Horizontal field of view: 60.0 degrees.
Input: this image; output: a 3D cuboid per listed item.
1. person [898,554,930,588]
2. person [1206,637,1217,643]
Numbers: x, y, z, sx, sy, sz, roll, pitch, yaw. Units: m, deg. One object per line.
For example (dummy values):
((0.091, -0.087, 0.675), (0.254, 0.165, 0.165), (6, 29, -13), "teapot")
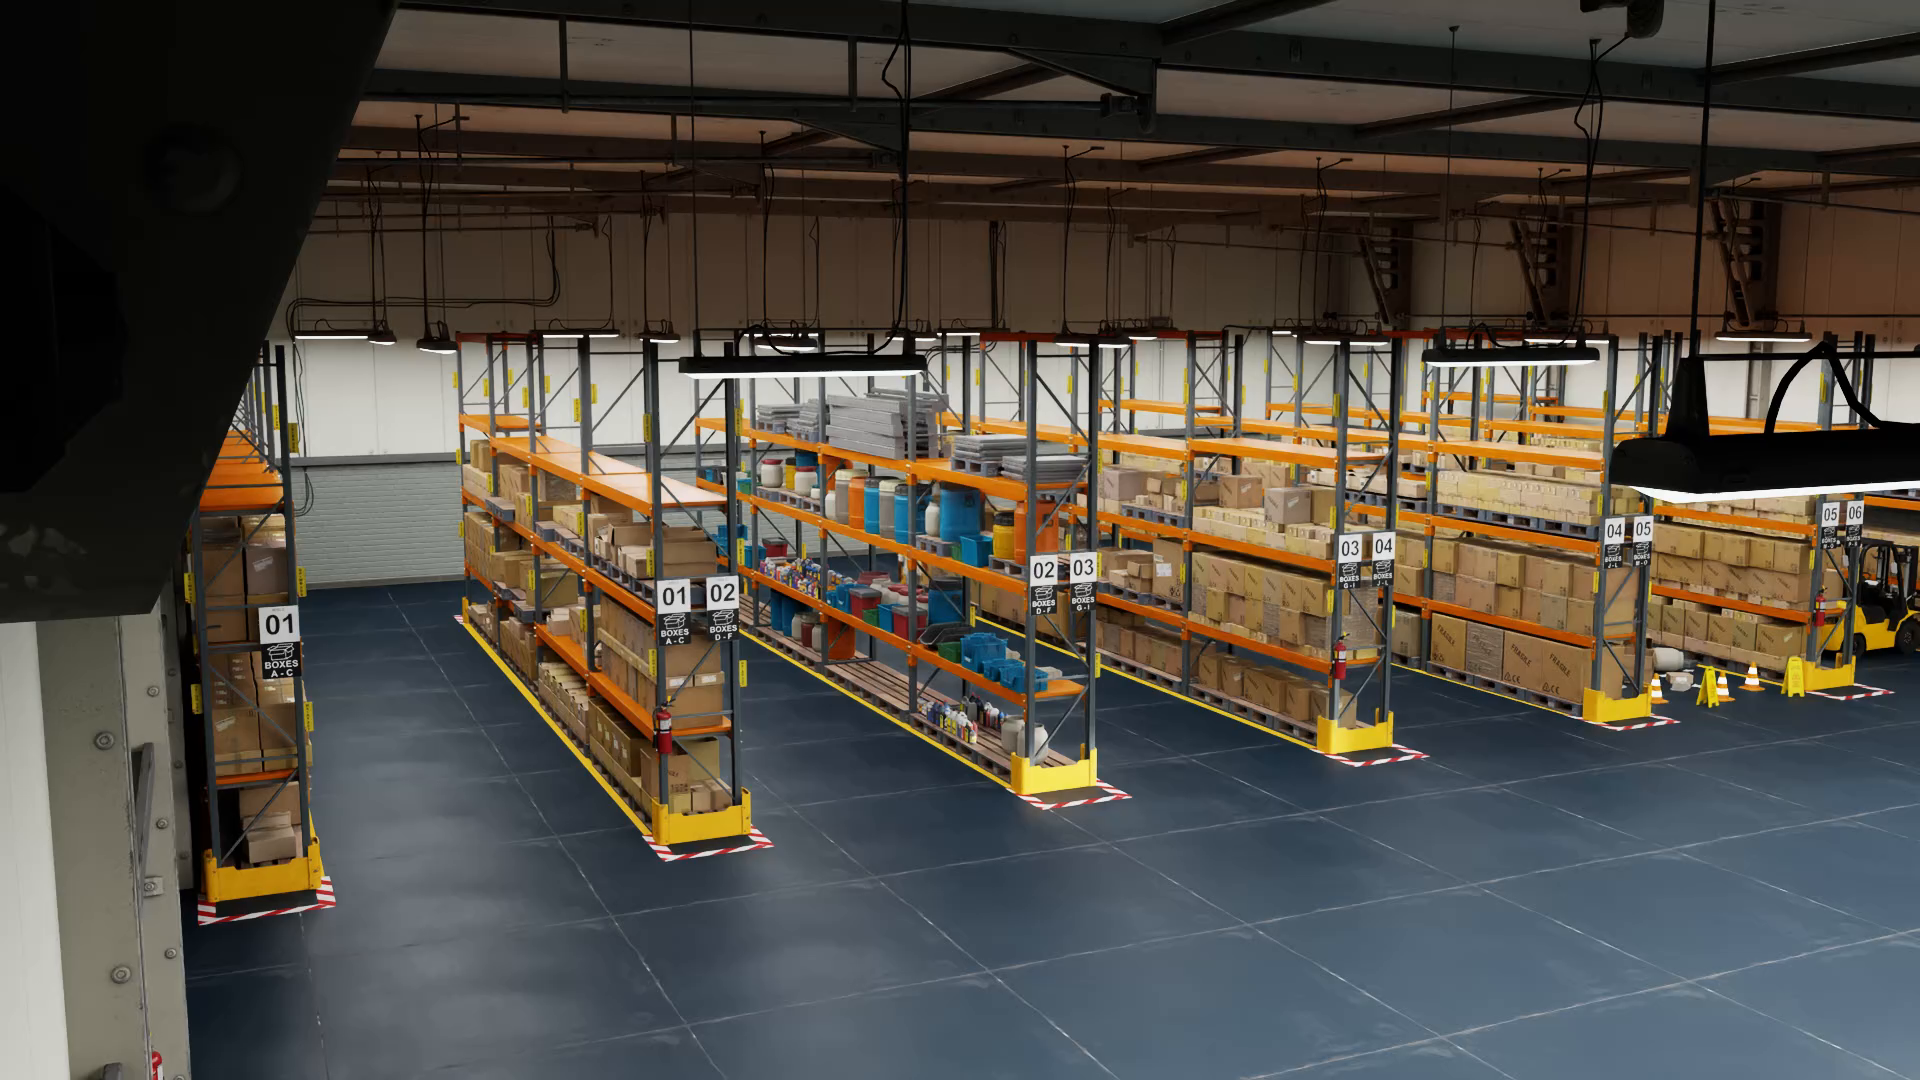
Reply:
((-0.967, 0.718, 35.282), (0.591, 1.710, 1.081), (-4, 9, -27), "person")
((4.927, 1.229, 32.134), (0.459, 1.579, 0.458), (-3, 8, -21), "person")
